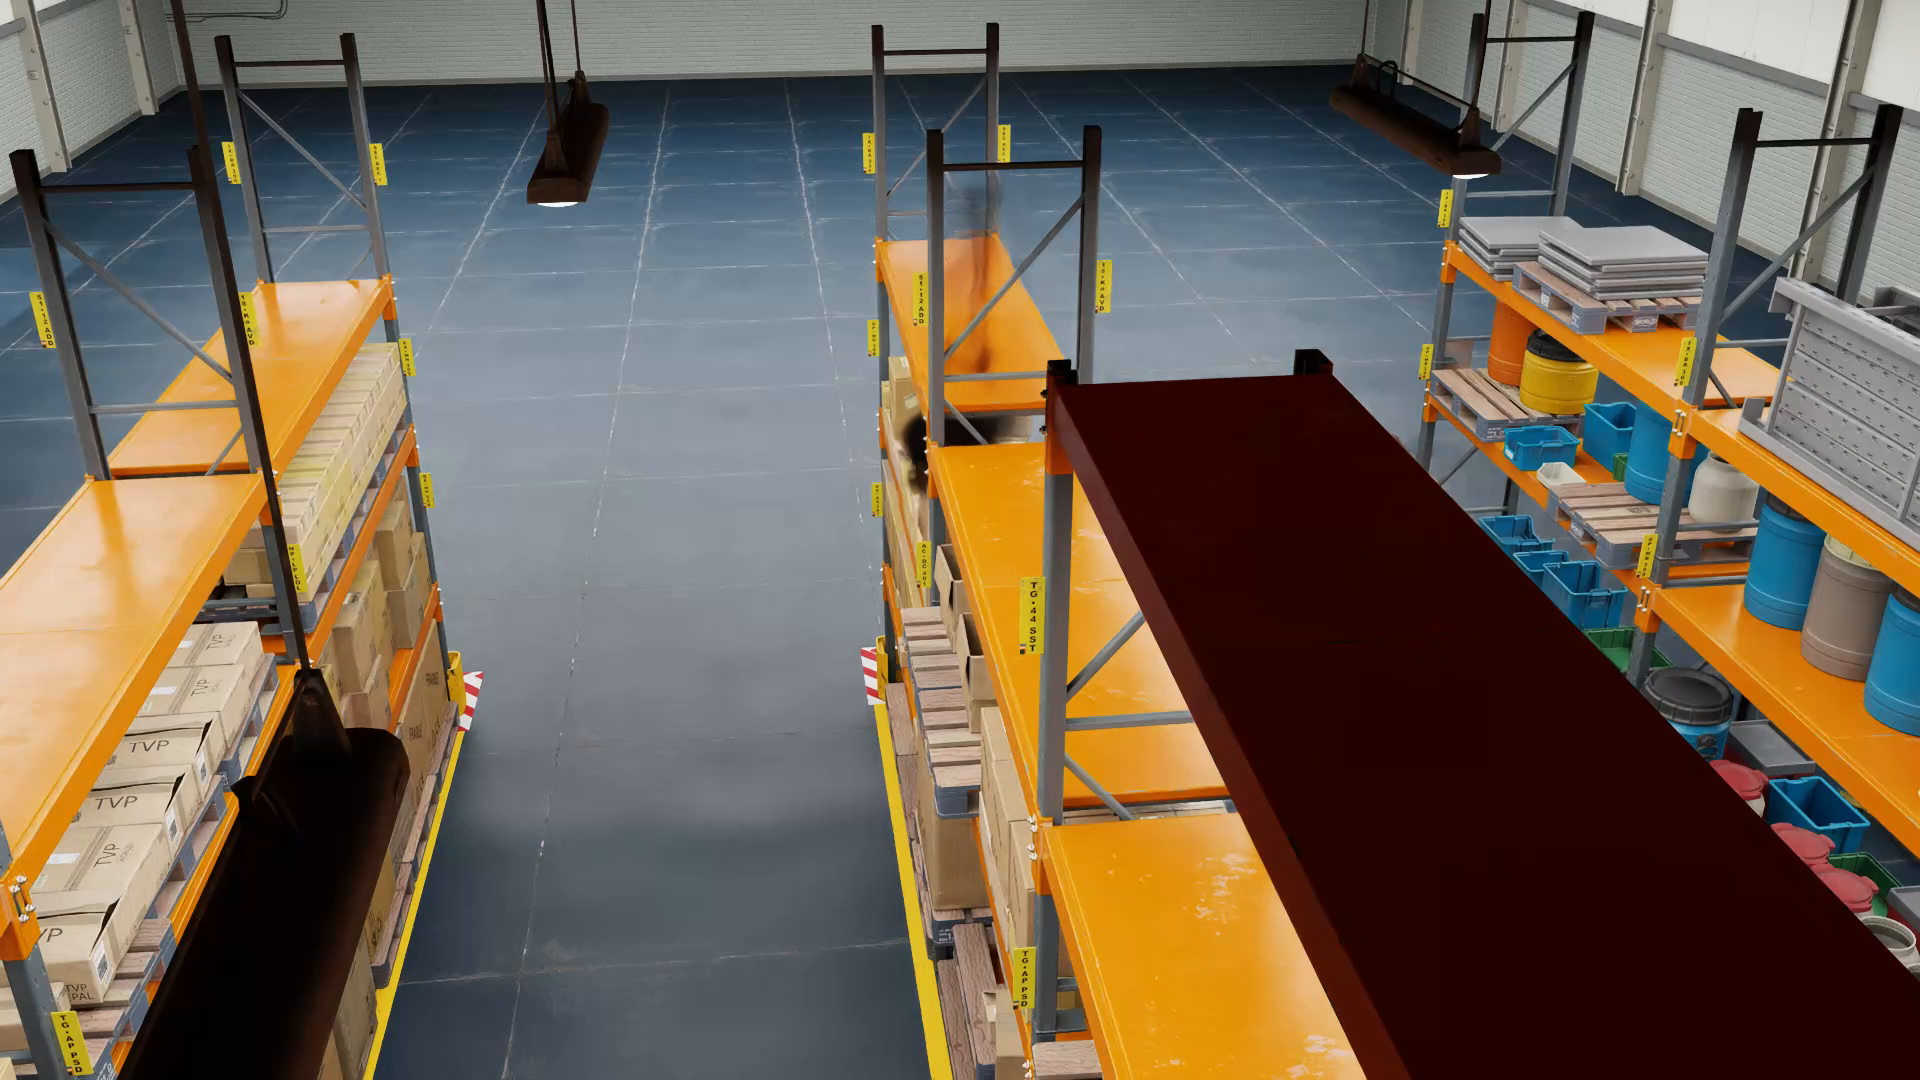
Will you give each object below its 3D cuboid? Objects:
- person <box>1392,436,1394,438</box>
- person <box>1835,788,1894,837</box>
[{"bbox_3d":[4.407,-0.368,17.423,0.865,1.590,0.556,15,29,28],"label":"person"},{"bbox_3d":[7.438,1.540,13.219,0.700,1.774,0.972,-5,26,-11],"label":"person"}]
